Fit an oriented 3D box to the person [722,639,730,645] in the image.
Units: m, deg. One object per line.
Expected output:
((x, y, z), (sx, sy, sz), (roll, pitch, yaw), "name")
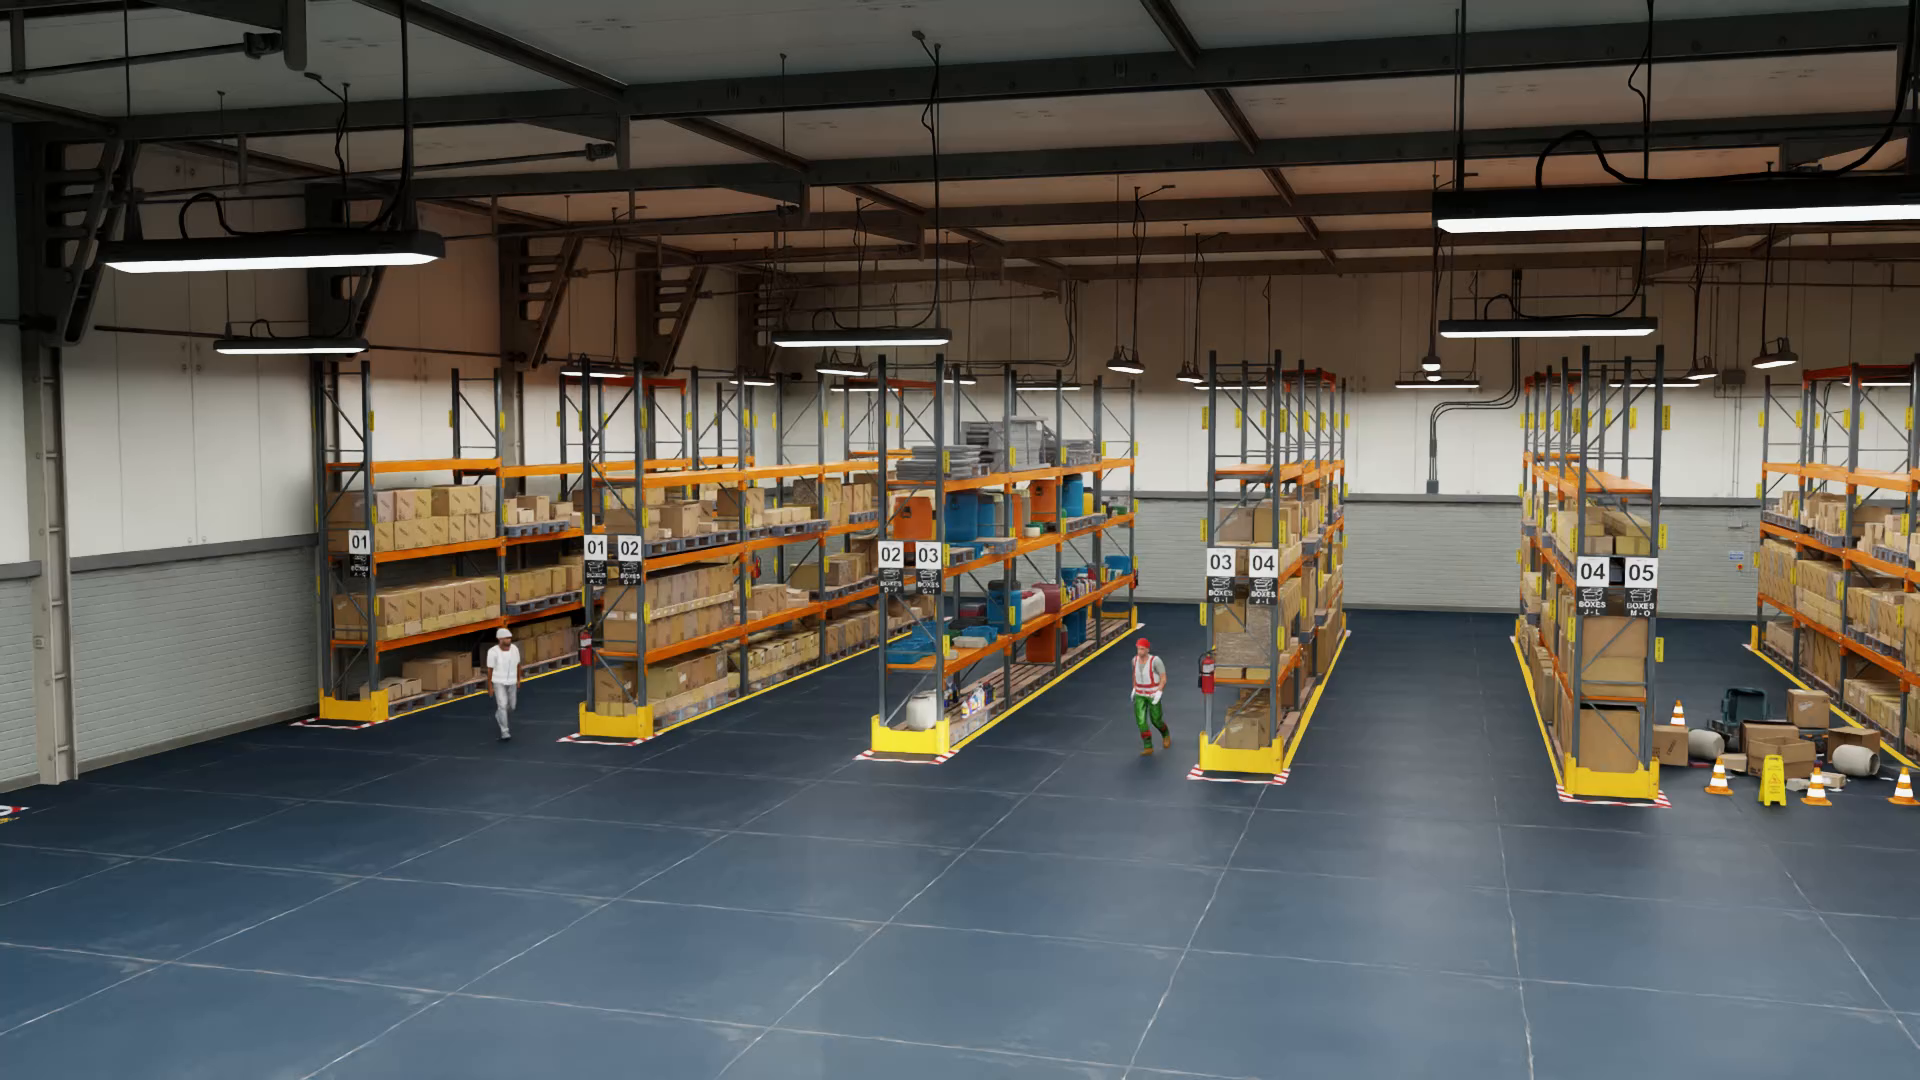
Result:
((-5.283, 1.558, 35.731), (0.631, 1.711, 1.079), (1, 4, 15), "person")

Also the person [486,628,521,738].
((-7.258, 2.247, 26.415), (0.575, 1.732, 0.931), (-3, 5, -36), "person")

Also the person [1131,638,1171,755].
((2.878, 2.335, 25.120), (0.606, 1.757, 0.740), (2, 5, 31), "person")
